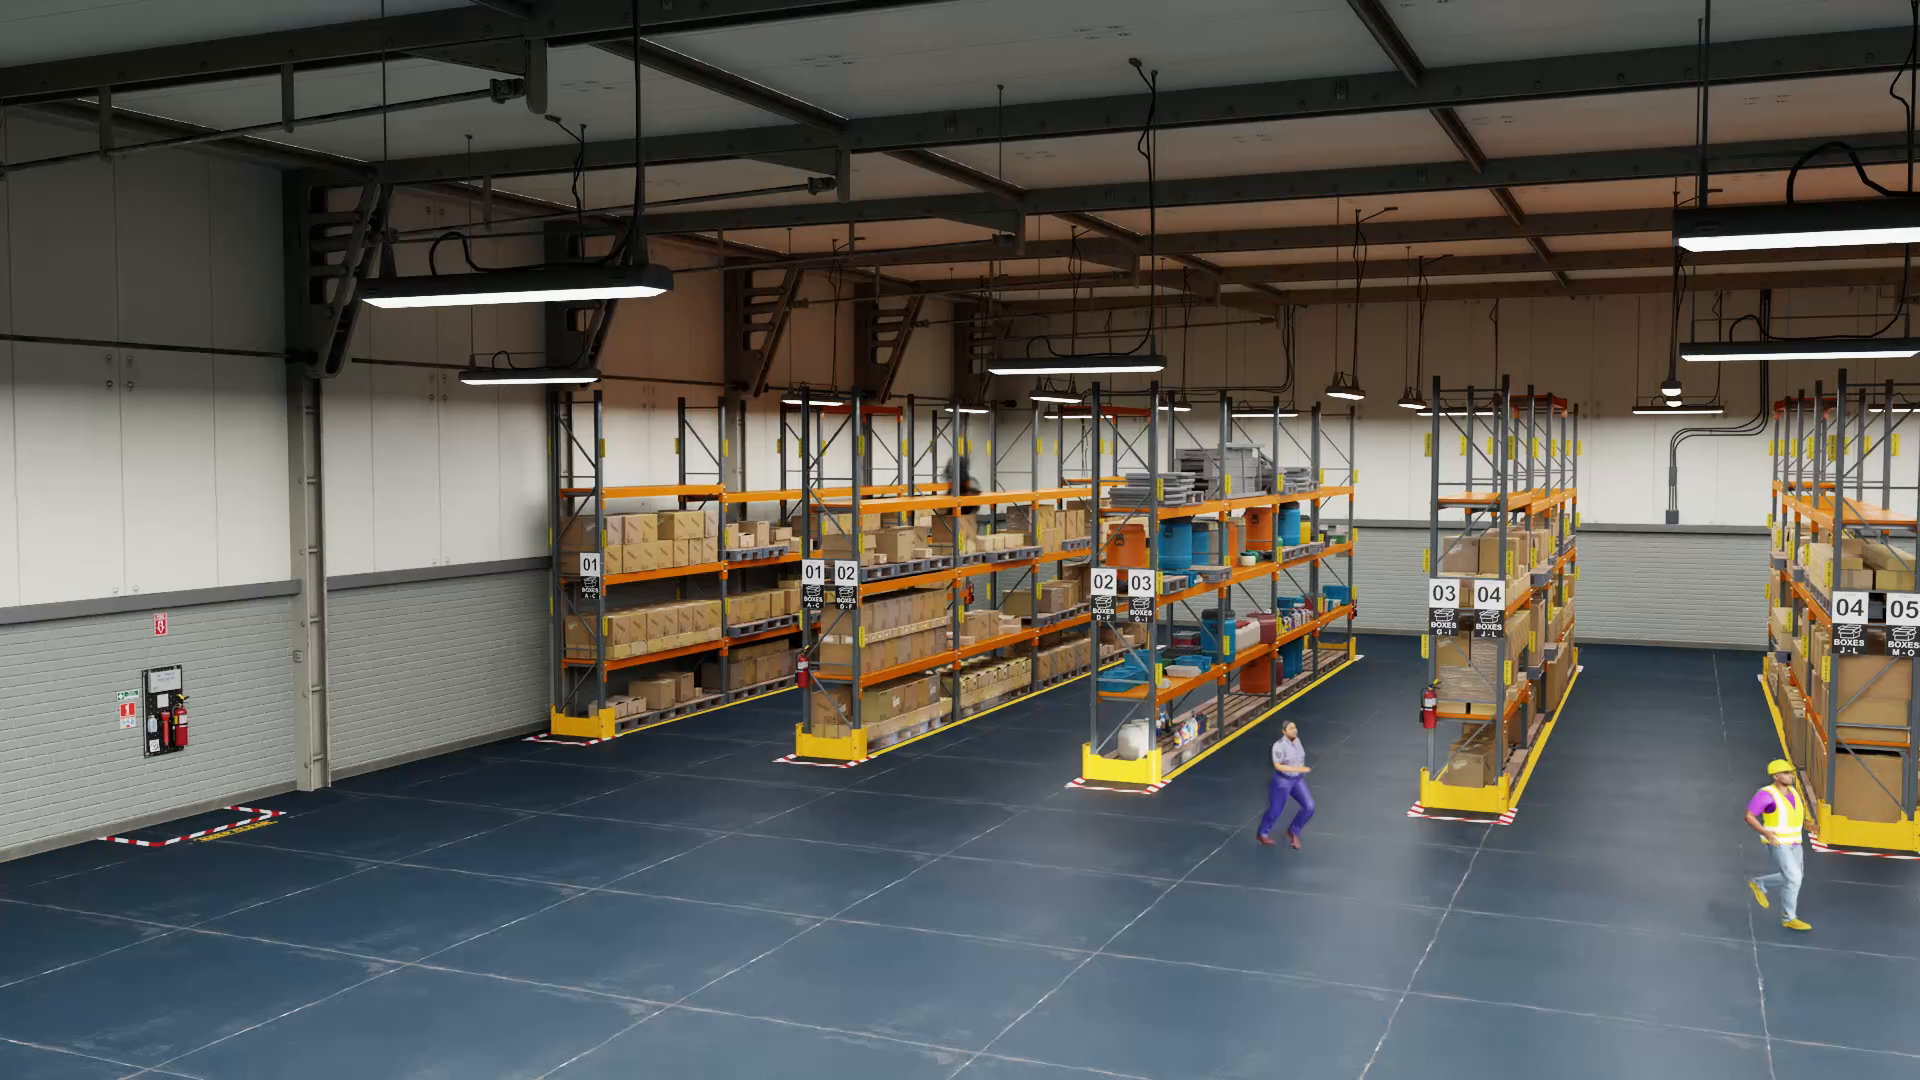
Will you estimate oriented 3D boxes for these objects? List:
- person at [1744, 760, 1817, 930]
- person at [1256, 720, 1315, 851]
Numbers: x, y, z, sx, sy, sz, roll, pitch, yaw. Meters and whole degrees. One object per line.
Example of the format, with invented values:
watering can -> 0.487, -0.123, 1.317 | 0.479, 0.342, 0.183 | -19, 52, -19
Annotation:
person -> 8.610, 3.172, 17.480 | 0.712, 1.733, 0.795 | -2, 4, -27
person -> 4.088, 3.039, 20.691 | 0.613, 1.635, 0.834 | -2, 4, -33
